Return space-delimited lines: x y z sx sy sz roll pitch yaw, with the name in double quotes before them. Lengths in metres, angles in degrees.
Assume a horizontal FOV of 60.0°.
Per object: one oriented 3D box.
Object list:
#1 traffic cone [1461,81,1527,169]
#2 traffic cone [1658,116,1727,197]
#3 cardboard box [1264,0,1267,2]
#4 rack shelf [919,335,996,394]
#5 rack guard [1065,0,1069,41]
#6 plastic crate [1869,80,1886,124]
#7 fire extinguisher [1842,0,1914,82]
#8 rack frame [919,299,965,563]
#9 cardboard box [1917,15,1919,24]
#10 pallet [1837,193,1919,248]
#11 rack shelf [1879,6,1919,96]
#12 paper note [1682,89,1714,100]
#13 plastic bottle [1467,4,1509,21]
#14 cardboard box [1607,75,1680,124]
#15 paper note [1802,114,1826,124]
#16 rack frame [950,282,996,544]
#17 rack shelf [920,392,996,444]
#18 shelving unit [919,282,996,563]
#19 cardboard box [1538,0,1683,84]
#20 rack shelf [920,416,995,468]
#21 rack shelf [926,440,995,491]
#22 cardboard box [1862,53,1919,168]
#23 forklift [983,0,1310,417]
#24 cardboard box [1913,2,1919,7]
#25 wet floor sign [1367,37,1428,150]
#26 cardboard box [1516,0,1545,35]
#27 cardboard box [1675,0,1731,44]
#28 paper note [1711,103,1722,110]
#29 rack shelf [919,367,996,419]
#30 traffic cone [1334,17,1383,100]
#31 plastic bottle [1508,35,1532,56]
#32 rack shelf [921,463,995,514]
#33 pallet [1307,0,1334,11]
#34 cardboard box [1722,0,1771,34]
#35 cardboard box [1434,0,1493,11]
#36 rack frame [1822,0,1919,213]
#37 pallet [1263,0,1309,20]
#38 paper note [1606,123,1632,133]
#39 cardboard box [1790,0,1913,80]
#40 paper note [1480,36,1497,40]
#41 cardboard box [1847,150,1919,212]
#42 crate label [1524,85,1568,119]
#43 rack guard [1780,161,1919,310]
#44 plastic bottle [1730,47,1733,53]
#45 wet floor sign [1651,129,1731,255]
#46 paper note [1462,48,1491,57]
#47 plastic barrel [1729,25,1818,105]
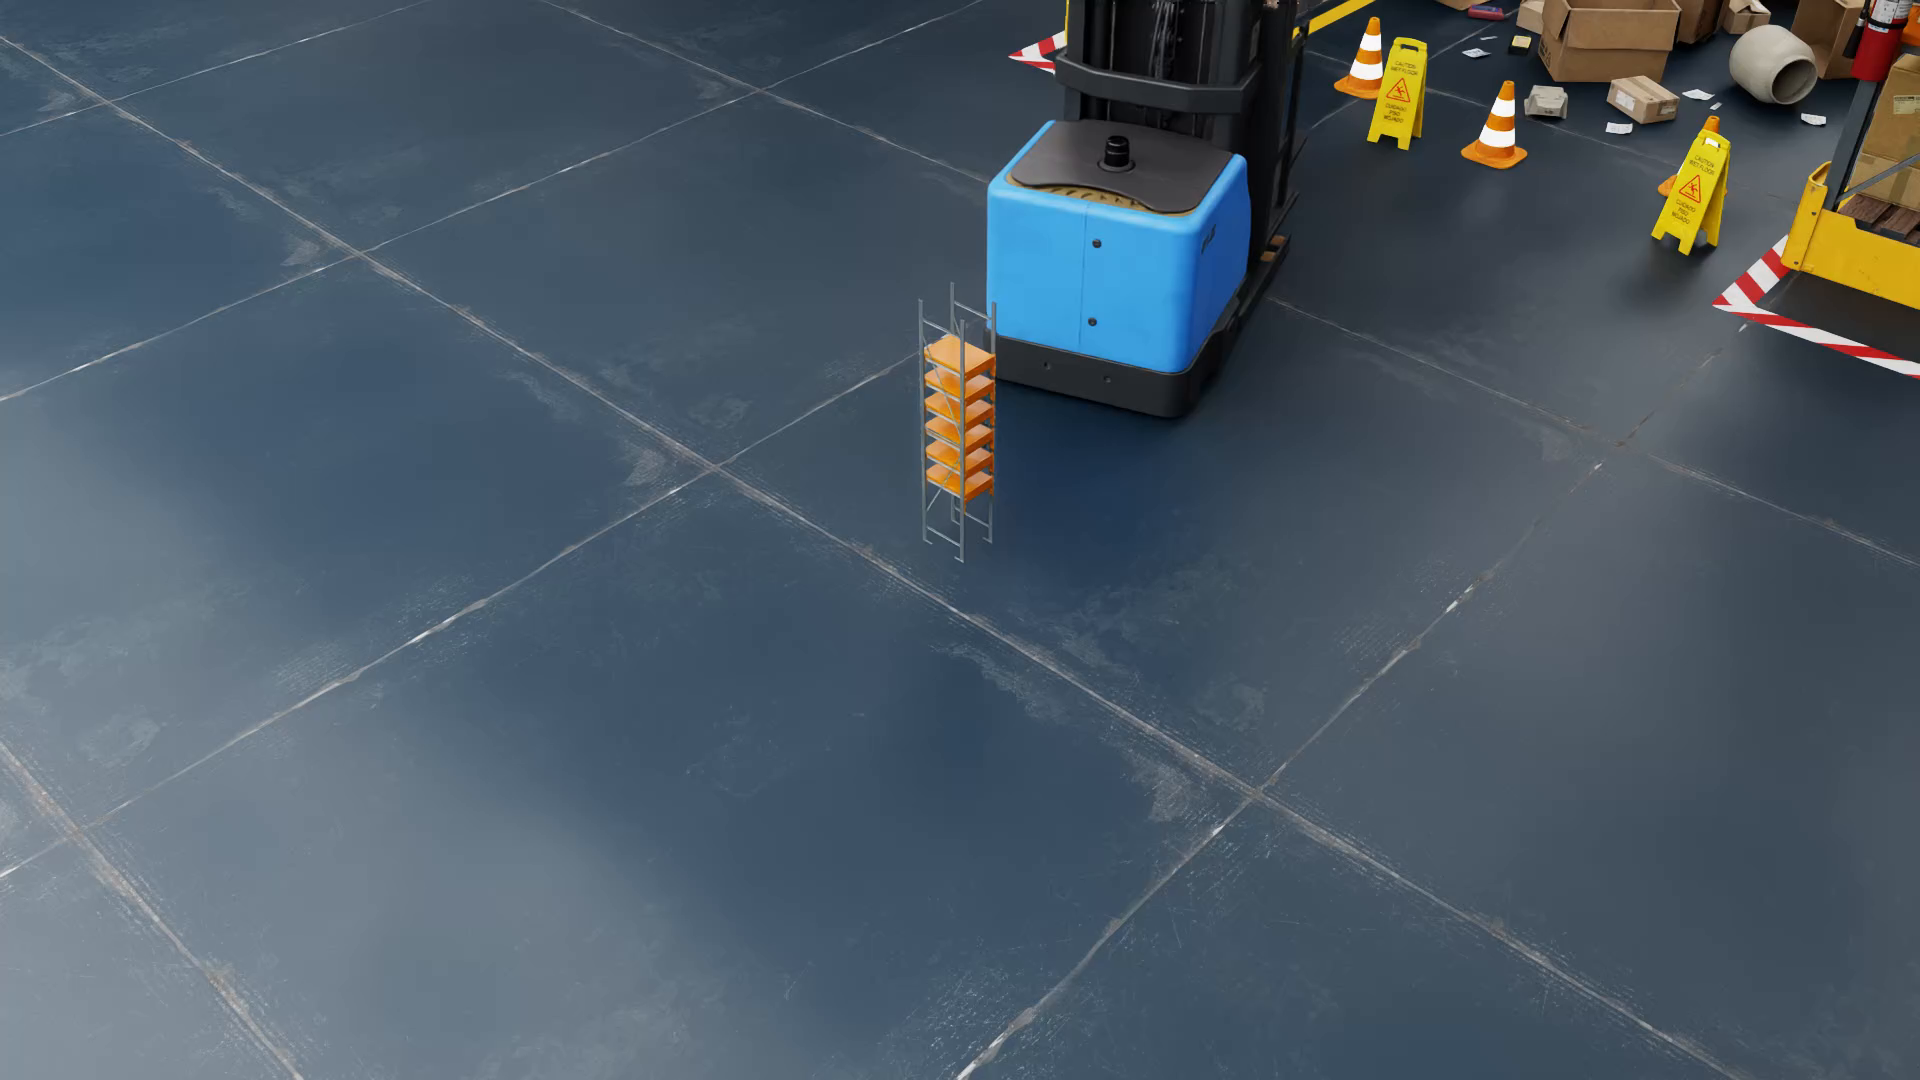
"traffic cone" 3.286 -2.553 10.089 0.336 0.463 0.334 30 47 32
"traffic cone" 4.335 -2.243 9.700 0.336 0.463 0.334 30 47 32
"cardboard box" 1.684 -4.201 11.493 0.875 0.875 0.875 30 47 32
"rack shelf" -0.010 -0.710 6.672 0.258 0.103 0.180 30 47 32
"rack guard" 1.259 -3.540 11.300 1.175 0.500 0.348 30 47 32
"plastic crate" 6.031 -2.815 10.726 0.402 0.080 0.583 14 41 17
"fire extinguisher" 4.580 -2.608 8.182 0.296 0.674 0.183 30 47 32
"rack frame" -0.071 -0.421 6.815 0.240 1.200 0.006 30 47 32
"cardboard box" 5.091 -2.660 8.388 0.380 0.149 0.250 31 48 33
"pallet" 5.622 -1.799 9.343 1.003 0.211 1.213 30 47 32
"rack shelf" 6.346 -3.134 9.360 1.077 0.370 4.000 30 47 32
"paper note" 4.849 -2.928 10.917 0.142 0.019 0.148 -18 42 -21
"plastic bottle" 3.809 -3.792 11.970 0.283 0.061 0.133 14 41 17
"cardboard box" 4.390 -2.831 10.691 0.250 0.149 0.380 -11 40 -14
"paper note" 5.448 -2.689 10.607 0.142 0.019 0.148 14 41 17
"rack frame" 0.052 -0.505 6.921 0.240 1.200 0.006 30 47 32
"rack shelf" -0.010 -0.522 6.821 0.258 0.103 0.180 30 47 32
"shelving unit" -0.010 -0.463 6.868 0.258 1.200 0.189 30 47 32
"cardboard box" 4.313 -3.390 11.109 0.797 0.503 0.637 2 39 2
"rack shelf" -0.010 -0.428 6.896 0.258 0.103 0.180 30 47 32
"rack shelf" -0.010 -0.334 6.971 0.258 0.103 0.180 30 47 32
"cardboard box" 5.345 -2.356 9.073 0.500 0.500 0.500 30 47 32
"forklift" 1.167 -2.643 8.219 1.130 2.935 3.031 15 41 18
"cardboard box" 5.180 -2.823 8.593 0.380 0.149 0.250 29 47 31
"wet floor sign" 2.717 -2.763 10.206 0.267 0.644 0.232 22 43 25
"cardboard box" 4.173 -3.734 11.732 0.258 0.266 0.396 -26 45 -29
"cardboard box" 4.938 -3.876 11.611 0.797 0.637 0.503 30 47 32
"paper note" 4.904 -2.813 10.780 0.032 0.001 0.123 30 47 32
"rack shelf" -0.010 -0.616 6.746 0.258 0.103 0.180 30 47 32
"traffic cone" 2.681 -3.184 10.882 0.336 0.463 0.334 30 47 32
"plastic bottle" 3.886 -3.440 11.527 0.133 0.061 0.283 14 41 17
"rack shelf" -0.010 -0.240 7.045 0.258 0.103 0.180 30 47 32
"pallet" 2.580 -4.396 12.609 1.003 0.211 1.213 30 47 32
"cardboard box" 5.562 -3.792 11.805 0.258 0.266 0.396 2 39 2
"cardboard box" 3.684 -4.245 12.185 0.500 0.500 0.500 -26 45 -29
"rack frame" 4.997 -2.497 7.980 1.000 3.000 0.127 30 47 32
"pallet" 1.757 -3.838 11.907 1.003 0.211 1.213 30 47 32
"paper note" 4.165 -2.605 10.502 0.148 0.019 0.142 14 41 17
"cardboard box" 5.968 -3.437 11.168 0.500 0.500 0.500 -5 39 -6
"paper note" 3.713 -3.525 11.675 0.123 0.001 0.032 -11 40 -14
"cardboard box" 5.360 -2.081 9.328 0.500 0.250 0.500 29 47 32
"crate label" 3.771 -2.813 10.678 0.250 0.136 0.298 8 39 10
"rack guard" 5.048 -1.554 8.802 1.175 0.500 0.348 30 47 32
"plastic bottle" 5.441 -3.379 11.451 0.283 0.061 0.133 -26 45 -29
"wet floor sign" 4.079 -1.938 9.168 0.232 0.644 0.267 -18 42 -21
"paper note" 3.558 -3.355 11.446 0.142 0.017 0.144 -18 42 -21
"plastic barrel" 5.273 -3.073 10.775 0.421 0.421 0.512 -5 39 -6
